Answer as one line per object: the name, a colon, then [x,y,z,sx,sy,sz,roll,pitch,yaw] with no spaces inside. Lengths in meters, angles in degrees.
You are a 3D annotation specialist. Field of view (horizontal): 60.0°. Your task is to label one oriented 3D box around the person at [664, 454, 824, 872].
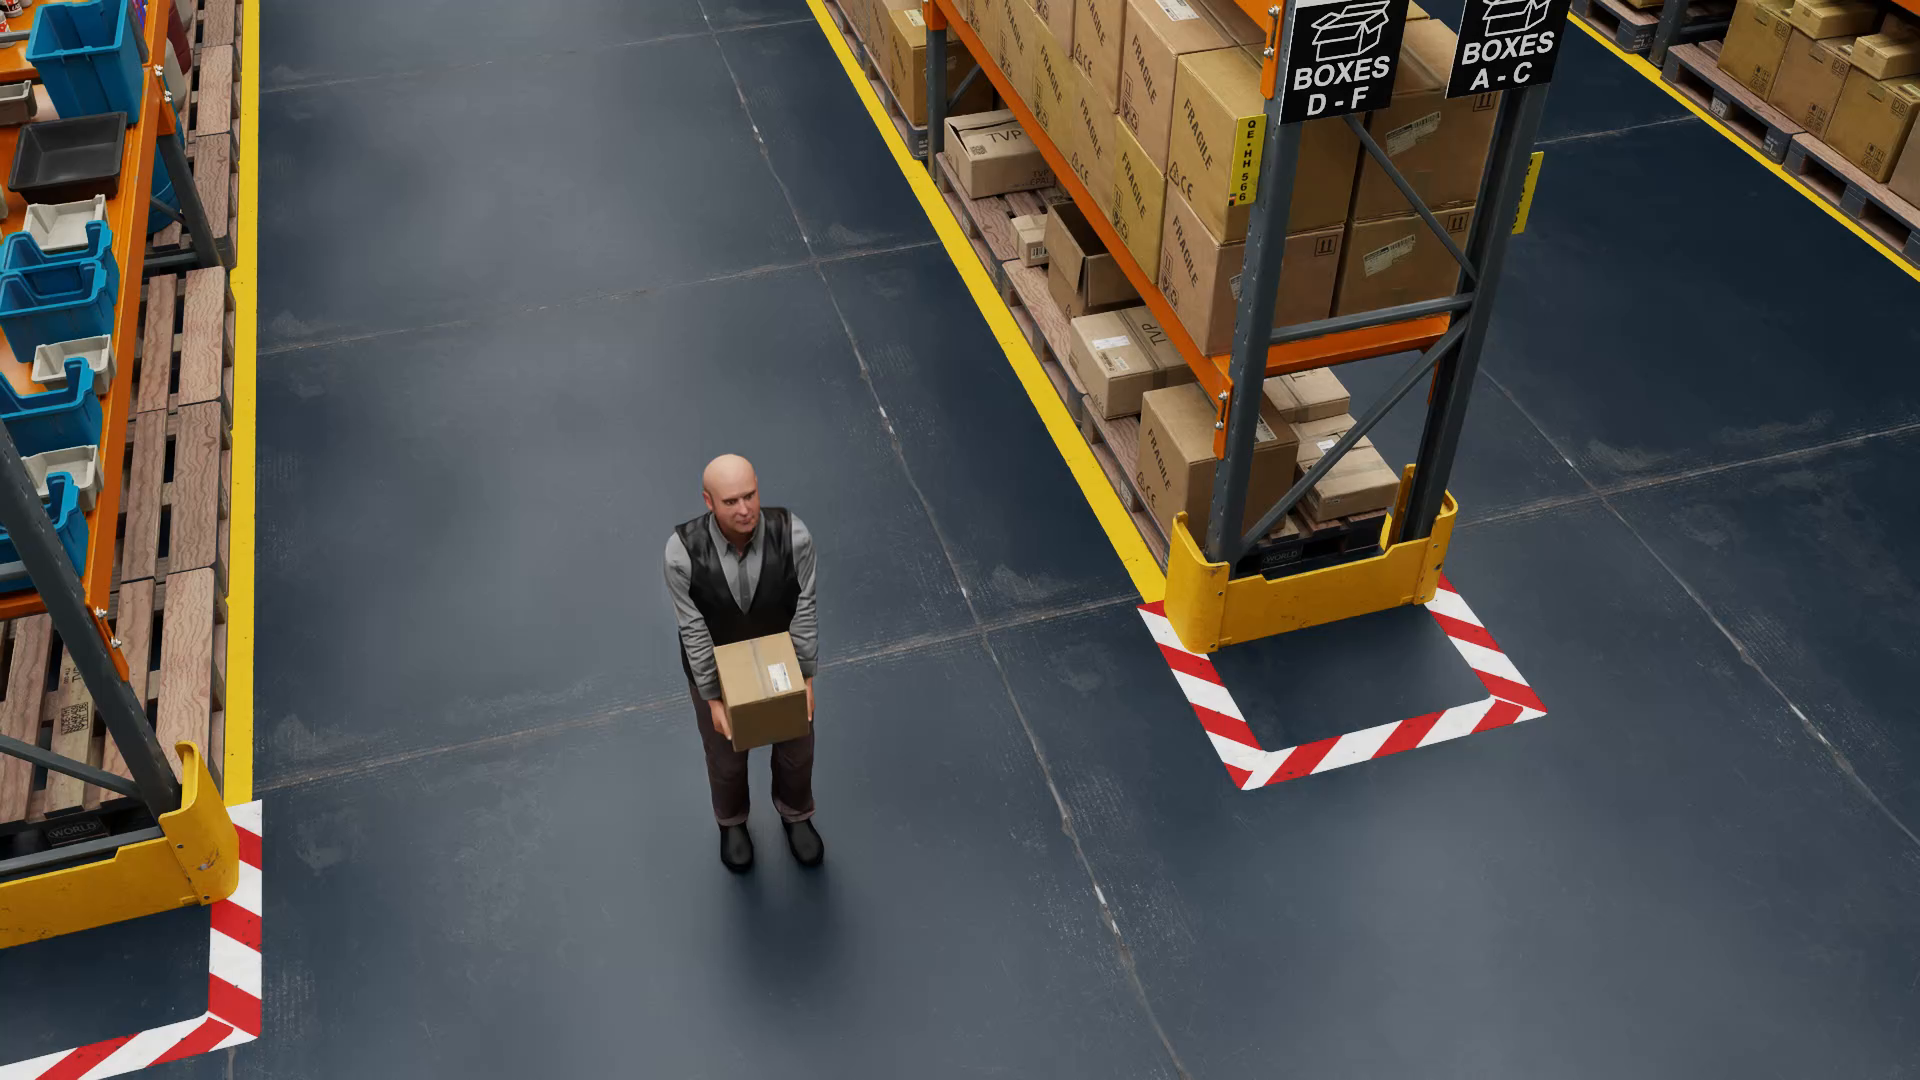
person: [-0.680,0.495,5.635,0.494,1.711,0.560,-12,43,-13]
